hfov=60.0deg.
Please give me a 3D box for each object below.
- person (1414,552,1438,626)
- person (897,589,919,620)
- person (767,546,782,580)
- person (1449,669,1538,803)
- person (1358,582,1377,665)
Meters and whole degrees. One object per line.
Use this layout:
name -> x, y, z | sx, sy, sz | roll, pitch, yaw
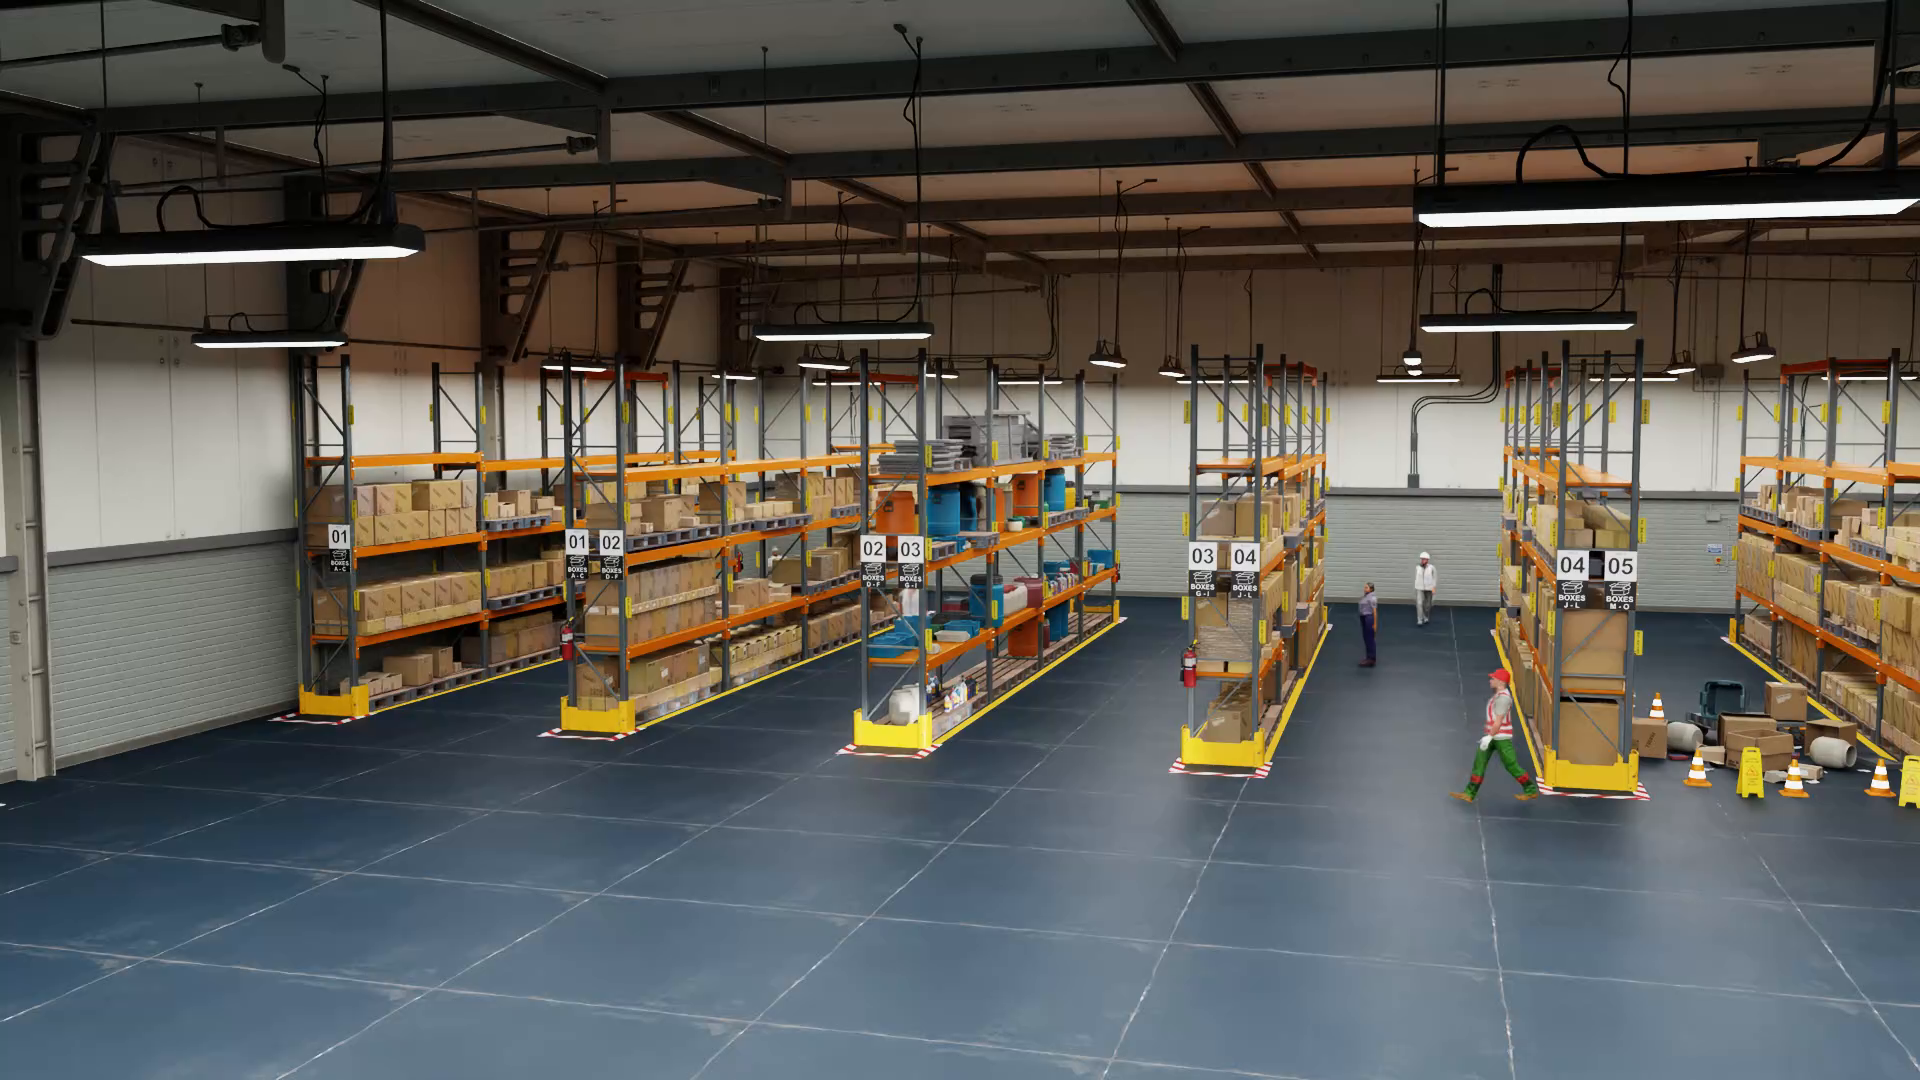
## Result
person -> 11.088, 1.162, 39.607 | 0.538, 1.726, 1.045 | 1, 4, 13
person -> -0.993, 1.578, 33.659 | 0.620, 1.710, 1.055 | 1, 4, 14
person -> -4.636, 1.002, 42.327 | 0.547, 1.701, 0.725 | 0, 4, 0
person -> 6.896, 2.528, 21.364 | 1.062, 1.752, 0.497 | -1, 4, -8
person -> 8.192, 1.677, 33.460 | 0.381, 1.641, 0.521 | 0, 4, 6
